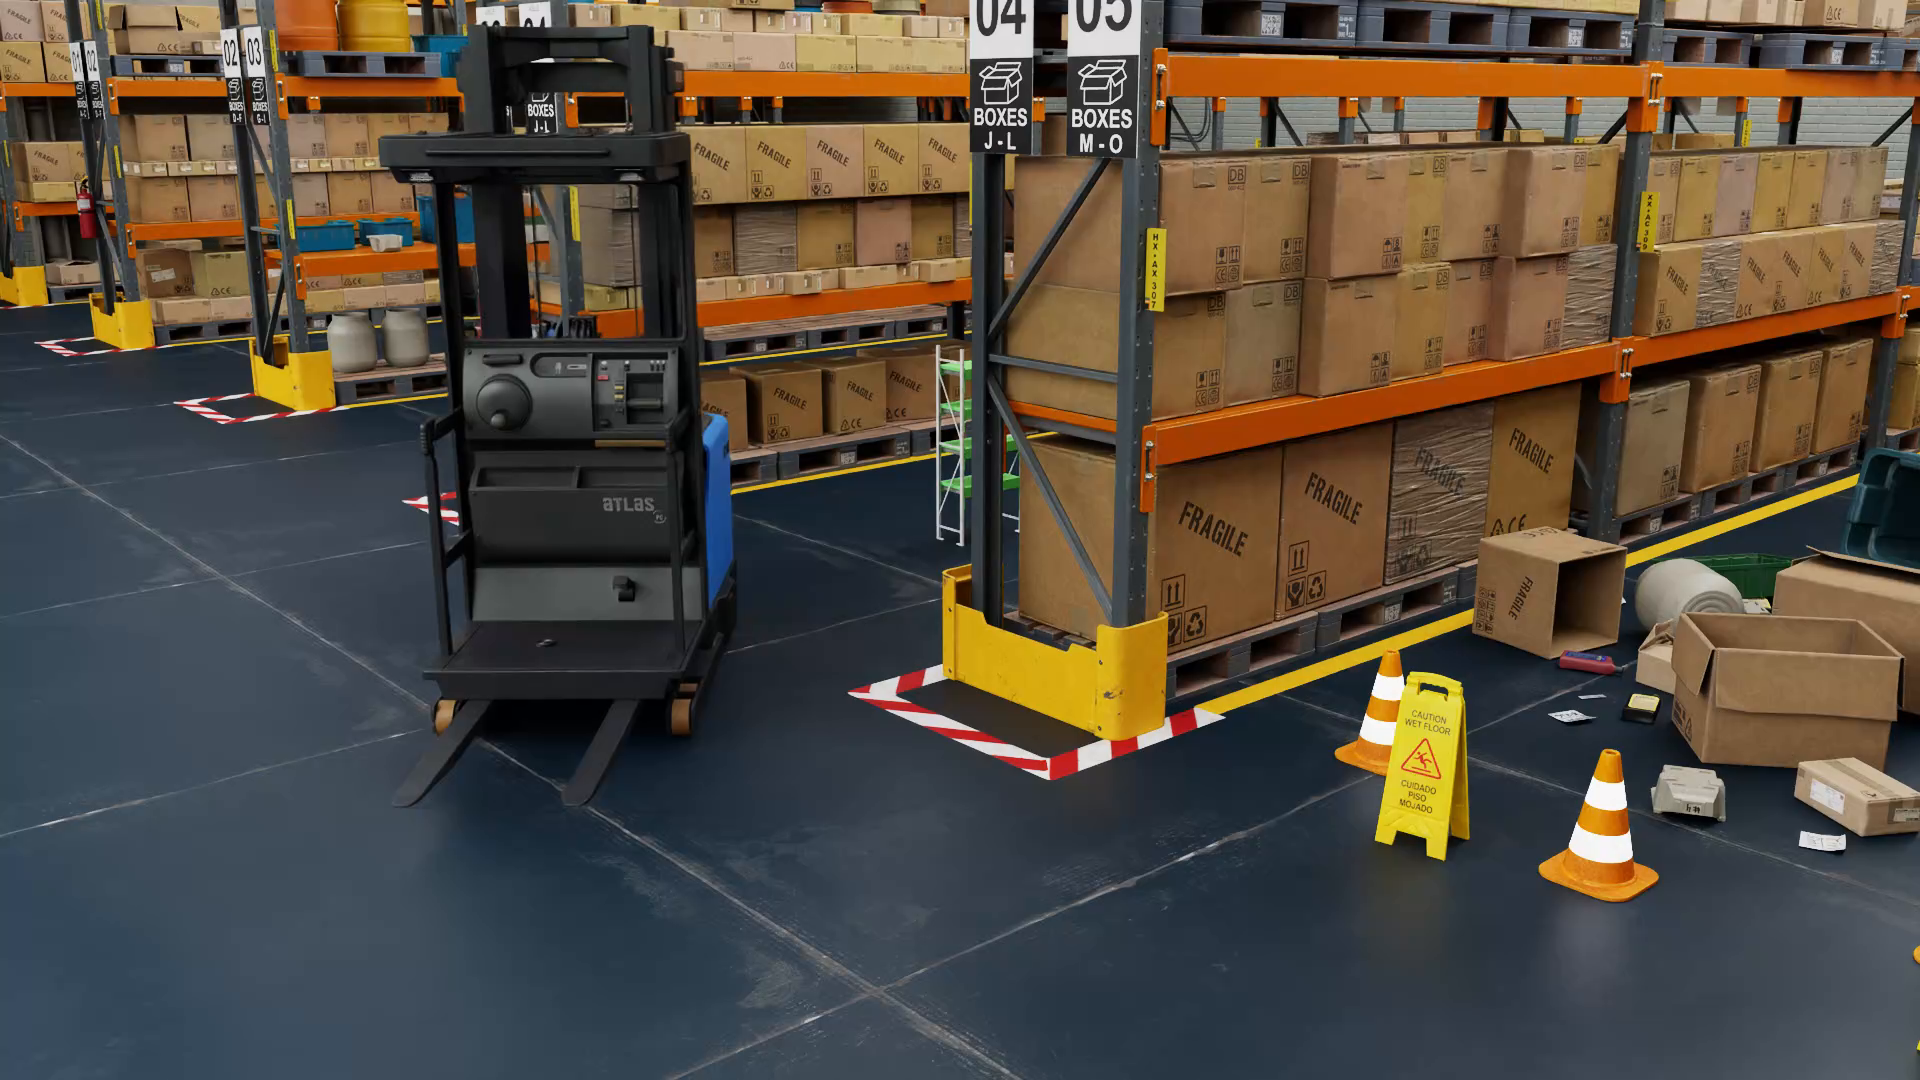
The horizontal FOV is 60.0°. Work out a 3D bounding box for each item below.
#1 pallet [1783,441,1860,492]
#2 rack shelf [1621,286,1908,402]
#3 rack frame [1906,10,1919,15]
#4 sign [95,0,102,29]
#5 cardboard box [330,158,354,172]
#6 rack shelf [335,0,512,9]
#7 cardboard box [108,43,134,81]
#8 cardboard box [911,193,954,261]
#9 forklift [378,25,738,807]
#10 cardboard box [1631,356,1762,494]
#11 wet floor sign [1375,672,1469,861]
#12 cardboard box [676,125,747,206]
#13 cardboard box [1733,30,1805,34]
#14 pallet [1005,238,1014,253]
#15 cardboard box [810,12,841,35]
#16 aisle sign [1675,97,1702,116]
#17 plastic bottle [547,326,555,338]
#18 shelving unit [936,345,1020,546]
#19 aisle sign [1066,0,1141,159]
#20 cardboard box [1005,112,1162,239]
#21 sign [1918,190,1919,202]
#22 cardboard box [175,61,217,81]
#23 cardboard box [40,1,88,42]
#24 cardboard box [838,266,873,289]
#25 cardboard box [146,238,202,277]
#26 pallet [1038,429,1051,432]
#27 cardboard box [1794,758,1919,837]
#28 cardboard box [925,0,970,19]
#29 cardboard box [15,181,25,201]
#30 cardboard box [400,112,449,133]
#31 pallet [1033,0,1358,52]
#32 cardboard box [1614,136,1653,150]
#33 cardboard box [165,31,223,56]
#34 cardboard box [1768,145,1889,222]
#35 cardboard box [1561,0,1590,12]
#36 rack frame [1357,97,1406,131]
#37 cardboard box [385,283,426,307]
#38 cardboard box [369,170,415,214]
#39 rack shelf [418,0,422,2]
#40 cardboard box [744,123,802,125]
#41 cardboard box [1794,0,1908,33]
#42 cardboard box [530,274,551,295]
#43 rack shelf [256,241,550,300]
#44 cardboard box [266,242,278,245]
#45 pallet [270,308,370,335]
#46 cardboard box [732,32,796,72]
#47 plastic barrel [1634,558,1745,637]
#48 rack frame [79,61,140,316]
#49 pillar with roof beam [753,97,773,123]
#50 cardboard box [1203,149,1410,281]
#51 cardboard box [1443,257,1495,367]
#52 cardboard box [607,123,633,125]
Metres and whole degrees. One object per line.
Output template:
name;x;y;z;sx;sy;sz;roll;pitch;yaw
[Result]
pallet;5.814;-0.624;12.179;1.213;0.211;1.003;-13;19;-39
rack shelf;4.950;-1.404;11.088;4.000;0.370;1.077;-13;19;-39
rack frame;6.458;-4.989;11.490;0.127;3.000;1.000;-13;19;-39
sign;-8.897;-5.448;17.173;0.005;0.325;0.100;-13;19;-39
cardboard box;-7.262;-4.384;19.399;0.250;0.149;0.380;-12;19;-38
rack shelf;-7.985;-7.985;24.875;4.000;0.370;1.077;-13;19;-39
cardboard box;-11.277;-6.299;21.974;0.500;0.500;0.500;-12;19;-37
cardboard box;-0.519;-2.446;12.823;0.500;0.500;0.875;-13;19;-39
forklift;-1.682;-0.654;7.017;1.130;2.935;3.031;0;15;0
cardboard box;4.580;-0.814;11.032;0.750;0.750;1.050;-13;19;-39
wet floor sign;1.701;0.792;6.033;0.267;0.644;0.232;12;19;37
cardboard box;-1.781;-2.517;11.151;0.500;0.500;0.500;-13;19;-39
cardboard box;5.390;-3.554;11.213;0.500;0.250;0.500;-12;19;-38
pallet;0.933;-2.404;13.810;1.213;0.211;1.003;-13;19;-39
cardboard box;-1.047;-3.601;11.624;0.250;0.149;0.380;-14;20;-41
aisle sign;9.171;-5.755;20.946;0.004;0.787;0.394;-13;19;-39
plastic bottle;-3.949;-1.933;16.107;0.097;0.271;0.097;0;15;0
shelving unit;0.125;-0.608;10.200;0.503;1.200;0.258;-13;19;-39
aisle sign;0.567;-1.921;6.591;0.004;0.787;0.394;-13;19;-39
cardboard box;0.952;-2.996;13.677;1.000;1.000;1.000;-12;19;-39
sign;6.825;-2.542;11.712;0.005;0.325;0.100;-13;19;-39
cardboard box;-10.495;-6.478;22.643;0.500;0.500;0.500;-14;20;-41
cardboard box;-11.649;-6.694;21.517;0.500;0.500;0.500;-13;20;-40
cardboard box;-0.849;-1.929;12.148;0.250;0.149;0.380;-13;19;-39
cardboard box;-10.914;-3.927;23.129;0.500;0.500;0.700;-14;21;-43
pallet;0.847;-1.181;14.261;1.213;0.211;1.003;-13;19;-39
cardboard box;3.411;0.973;6.318;0.250;0.149;0.380;-3;15;-11
cardboard box;0.089;-4.153;12.432;0.500;0.500;0.500;-13;20;-41
cardboard box;-12.286;-4.665;22.154;0.500;0.250;0.500;-12;19;-39
cardboard box;-6.570;-4.924;20.162;0.500;0.500;0.700;-13;19;-39
pallet;0.976;-2.269;7.293;1.213;0.211;1.003;-13;19;-39
cardboard box;7.591;-4.387;19.122;0.500;0.500;0.500;-13;20;-41
cardboard box;-8.561;-5.541;18.574;0.500;0.250;0.500;-13;19;-39
cardboard box;6.113;-2.548;11.845;0.500;0.500;0.700;-13;20;-40
cardboard box;2.992;-2.781;8.516;0.250;0.149;0.380;-12;19;-39
rack frame;6.062;-5.393;24.627;0.127;3.000;1.000;-13;19;-39
cardboard box;-6.829;-2.995;20.166;0.500;0.250;0.500;-13;19;-39
cardboard box;-6.963;-4.206;19.991;0.500;0.500;0.700;-13;20;-40
rack shelf;-7.748;-6.344;18.730;4.000;0.370;1.077;-13;19;-39
cardboard box;-1.369;-2.788;12.166;0.500;0.500;0.500;-13;19;-39
cardboard box;5.867;-3.512;10.940;0.500;0.311;0.500;-13;19;-39
cardboard box;-5.386;-3.306;21.328;0.500;0.250;0.500;-12;19;-38
rack shelf;-4.499;-2.674;15.841;4.000;0.370;1.077;-13;19;-39
cardboard box;-7.924;-3.289;19.814;0.500;0.500;0.500;-13;19;-39
pallet;-7.787;-2.643;19.737;1.213;0.211;1.003;-13;19;-39
cardboard box;-1.462;-3.298;11.262;0.500;0.250;0.500;-13;20;-40
plastic barrel;3.592;0.323;8.222;0.421;0.421;0.512;0;15;-1
rack frame;-9.256;-3.647;18.092;0.127;3.000;1.000;-13;19;-39
pillar with roof beam;-0.672;-8.991;26.473;0.400;9.000;9.100;-13;19;-39
cardboard box;1.595;-1.564;7.911;0.550;0.550;0.875;-13;19;-39
cardboard box;2.286;-1.254;8.843;0.550;0.550;0.875;-13;19;-39
cardboard box;-5.559;-6.648;27.064;0.500;0.250;0.500;-13;20;-40
